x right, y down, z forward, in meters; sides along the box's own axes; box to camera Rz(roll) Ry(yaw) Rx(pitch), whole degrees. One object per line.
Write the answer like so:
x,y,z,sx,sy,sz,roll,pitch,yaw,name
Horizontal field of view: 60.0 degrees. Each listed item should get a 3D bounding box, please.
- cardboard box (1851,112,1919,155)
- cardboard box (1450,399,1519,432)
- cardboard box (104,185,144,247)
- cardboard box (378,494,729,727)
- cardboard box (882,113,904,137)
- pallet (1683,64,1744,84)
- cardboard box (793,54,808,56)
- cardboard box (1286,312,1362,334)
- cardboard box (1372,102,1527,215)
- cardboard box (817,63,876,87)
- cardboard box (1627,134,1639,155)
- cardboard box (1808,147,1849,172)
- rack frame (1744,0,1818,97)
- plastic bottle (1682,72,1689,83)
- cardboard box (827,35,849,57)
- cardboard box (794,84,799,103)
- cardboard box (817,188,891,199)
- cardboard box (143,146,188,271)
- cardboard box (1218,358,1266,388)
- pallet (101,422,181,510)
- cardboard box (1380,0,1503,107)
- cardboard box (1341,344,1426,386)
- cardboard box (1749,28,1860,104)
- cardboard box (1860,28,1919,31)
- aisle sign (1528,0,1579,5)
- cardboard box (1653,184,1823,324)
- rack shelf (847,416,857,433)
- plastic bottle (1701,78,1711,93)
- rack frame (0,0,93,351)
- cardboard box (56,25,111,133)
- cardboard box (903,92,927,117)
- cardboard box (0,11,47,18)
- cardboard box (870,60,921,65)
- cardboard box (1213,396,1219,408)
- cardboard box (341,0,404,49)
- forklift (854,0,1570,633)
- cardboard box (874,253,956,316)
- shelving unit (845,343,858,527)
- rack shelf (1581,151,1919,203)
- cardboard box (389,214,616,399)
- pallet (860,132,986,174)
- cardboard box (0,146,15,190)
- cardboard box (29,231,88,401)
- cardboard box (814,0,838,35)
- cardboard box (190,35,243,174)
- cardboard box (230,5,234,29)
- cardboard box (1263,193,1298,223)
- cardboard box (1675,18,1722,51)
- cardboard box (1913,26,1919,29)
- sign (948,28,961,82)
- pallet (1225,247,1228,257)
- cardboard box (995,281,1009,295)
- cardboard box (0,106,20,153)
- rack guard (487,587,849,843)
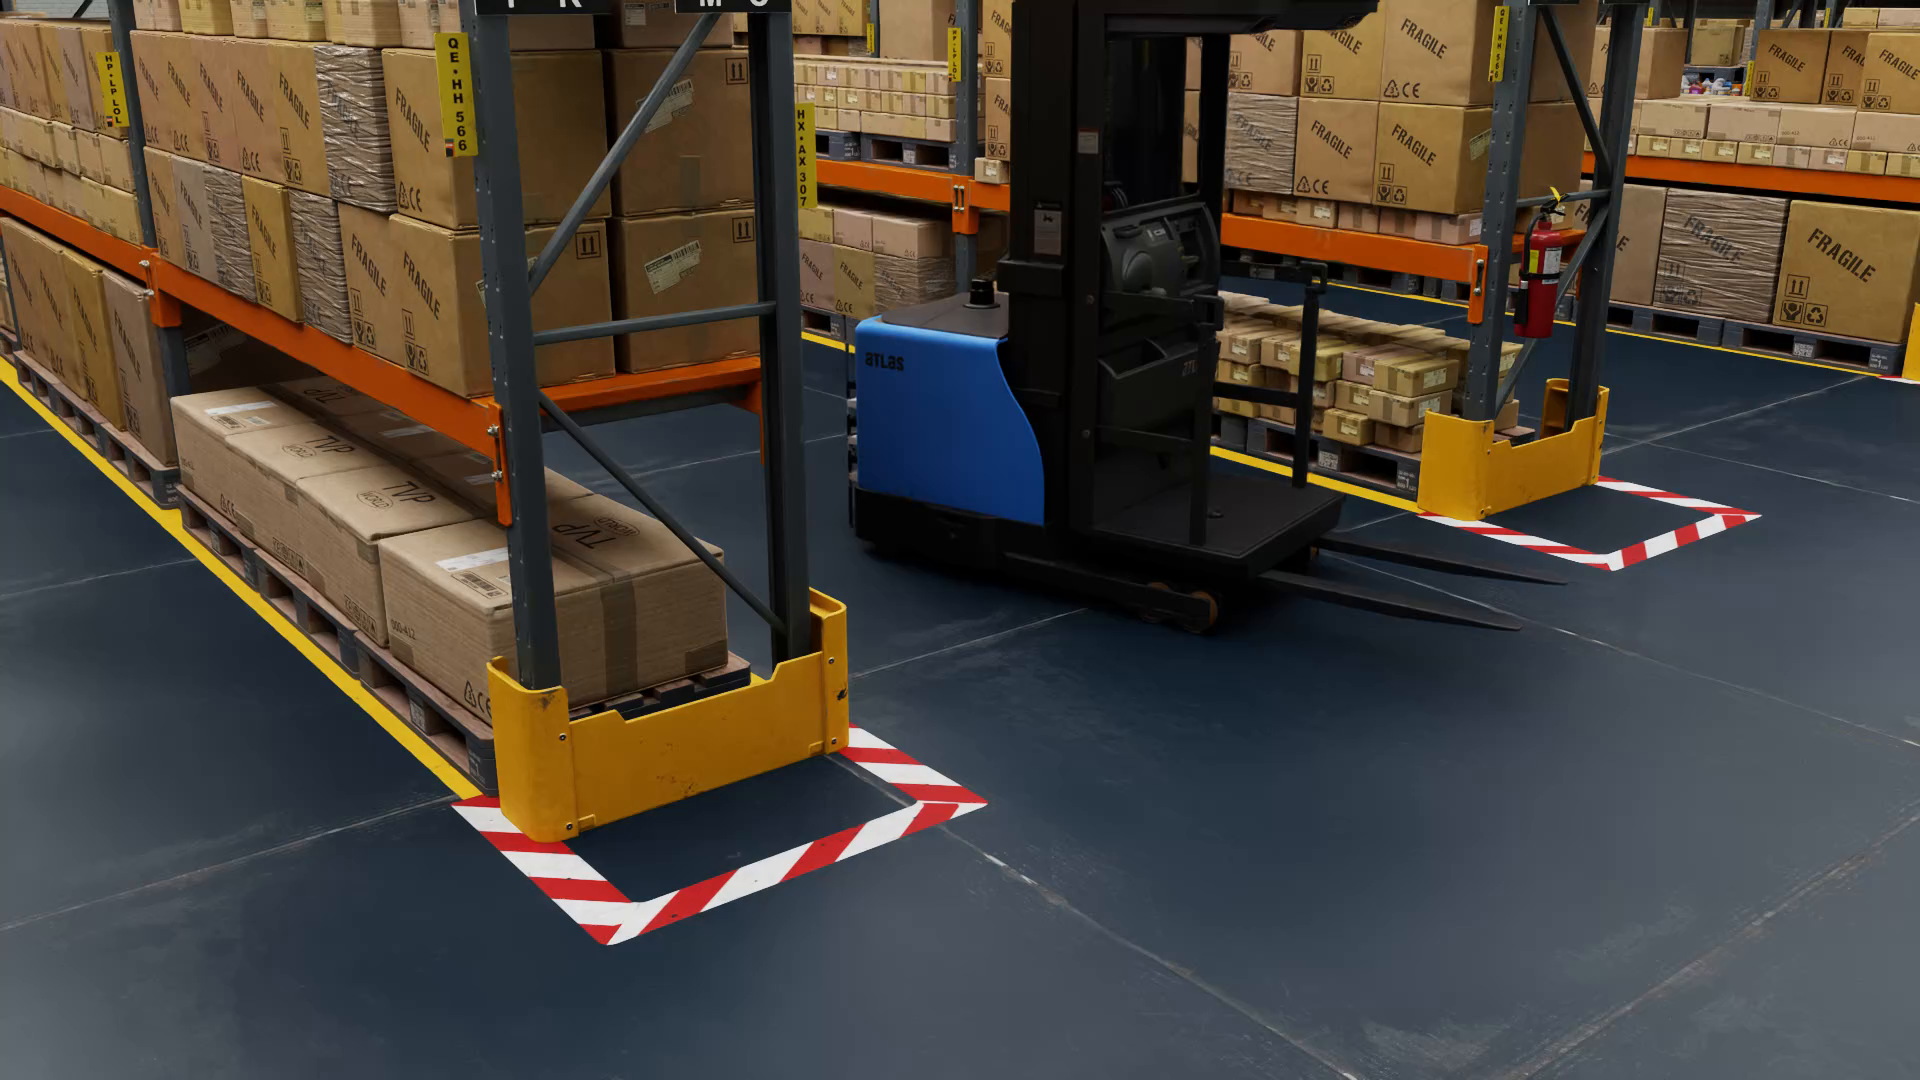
6.324,-2.725,11.084,0.500,0.250,0.500,-14,23,-37,cardboard box
2.808,-0.681,9.015,0.380,0.149,0.250,-13,23,-35,cardboard box
-3.895,-1.629,8.247,0.500,0.250,0.500,-15,23,-37,cardboard box
-1.423,0.221,5.831,0.875,0.438,0.875,-15,23,-38,cardboard box
-0.318,-2.894,11.563,0.380,0.149,0.250,-14,23,-36,cardboard box
10.110,-6.246,22.260,1.213,0.211,1.003,-14,23,-36,pallet
-1.421,-3.946,13.793,0.380,0.149,0.250,-15,24,-38,cardboard box
2.118,-1.214,9.678,0.380,0.149,0.250,-13,22,-34,cardboard box
2.402,-1.893,8.175,0.500,0.500,0.500,-13,23,-35,cardboard box
-0.812,-3.374,12.065,0.380,0.149,0.250,-15,24,-39,cardboard box
5.078,-2.996,12.539,0.380,0.149,0.250,-14,23,-35,cardboard box
6.036,-2.617,11.394,0.380,0.149,0.250,-14,23,-36,cardboard box
8.232,-4.539,16.799,1.000,3.000,0.127,-14,23,-36,rack frame
7.518,-4.707,17.383,0.144,0.351,0.185,-14,23,-36,plastic bottle
-1.131,-5.986,20.535,0.875,0.500,0.500,-14,23,-36,cardboard box
-1.141,-3.361,12.499,0.380,0.149,0.250,-14,23,-37,cardboard box
-0.829,-2.616,13.106,0.500,0.250,0.500,-13,23,-35,cardboard box
-3.333,-1.519,7.519,0.500,0.500,0.500,-13,22,-34,cardboard box
1.675,-0.958,9.378,0.380,0.149,0.250,-14,23,-35,cardboard box
-3.957,-0.490,9.007,1.003,0.211,1.213,-14,23,-36,pallet
2.403,-2.371,8.029,0.500,0.500,0.500,-15,23,-37,cardboard box
2.244,-0.926,8.809,0.380,0.149,0.250,-13,23,-35,cardboard box
6.110,-3.434,12.032,0.500,0.500,0.500,-15,23,-38,cardboard box
11.522,-6.069,20.593,0.700,0.500,0.500,-10,21,-28,cardboard box
2.693,-2.801,7.415,0.394,0.787,0.004,-14,23,-36,aisle sign
5.808,-2.144,12.277,0.875,0.875,0.875,-14,23,-36,cardboard box
-0.383,-0.558,7.937,0.200,0.077,0.258,12,22,33,rack shelf
7.966,-4.791,17.763,0.097,0.271,0.097,0,18,0,plastic bottle
-5.902,-2.624,11.015,1.000,3.000,0.127,-14,23,-36,rack frame
-4.220,-2.348,8.431,0.500,0.500,0.500,-13,23,-35,cardboard box
-0.168,-2.975,11.333,0.380,0.149,0.250,-14,23,-36,cardboard box
-7.295,-4.006,12.856,0.380,0.149,0.250,-15,24,-38,cardboard box
-0.459,-3.563,12.636,0.380,0.149,0.250,-13,22,-34,cardboard box
1.532,-0.884,9.629,0.380,0.149,0.250,-13,23,-35,cardboard box
-1.718,-1.637,5.253,0.380,0.149,0.250,-14,23,-37,cardboard box
1.015,-1.206,6.841,3.031,2.935,1.130,12,22,33,forklift
-0.258,-1.775,11.761,0.500,0.500,0.500,-15,23,-37,cardboard box
-0.383,-0.505,7.955,0.210,0.900,0.258,12,22,33,shelving unit
5.591,-2.738,12.504,1.077,0.370,4.000,-14,23,-36,rack shelf
-1.442,-0.767,5.249,0.500,0.500,0.500,-14,23,-36,cardboard box
0.038,-2.755,11.716,1.003,0.211,1.213,-14,23,-36,pallet
-5.796,-2.383,10.526,0.500,0.250,0.500,-14,23,-37,cardboard box
-4.988,-1.408,10.054,0.875,0.875,0.875,-14,23,-35,cardboard box
-1.424,-6.387,20.157,0.500,0.500,0.500,-14,23,-36,cardboard box
-2.695,-1.742,6.601,0.500,0.500,0.500,-13,23,-35,cardboard box
-2.594,-2.035,6.455,0.380,0.149,0.250,-14,23,-36,cardboard box
1.849,-1.806,8.945,0.380,0.149,0.250,-15,24,-38,cardboard box
12.095,-8.273,27.216,0.700,0.500,0.500,-10,21,-29,cardboard box
14.241,-7.234,24.272,0.500,0.500,0.500,-14,23,-36,cardboard box
-0.034,-3.070,10.520,0.100,0.325,0.005,-14,23,-36,sign
2.297,-3.025,16.664,1.003,0.211,1.213,-14,23,-36,pallet
0.450,-1.632,10.942,0.380,0.149,0.250,-13,22,-34,cardboard box
-5.461,-2.490,10.052,0.500,0.250,0.500,-13,23,-35,cardboard box
-0.920,0.540,5.437,1.175,0.500,0.348,-14,23,-36,rack guard
